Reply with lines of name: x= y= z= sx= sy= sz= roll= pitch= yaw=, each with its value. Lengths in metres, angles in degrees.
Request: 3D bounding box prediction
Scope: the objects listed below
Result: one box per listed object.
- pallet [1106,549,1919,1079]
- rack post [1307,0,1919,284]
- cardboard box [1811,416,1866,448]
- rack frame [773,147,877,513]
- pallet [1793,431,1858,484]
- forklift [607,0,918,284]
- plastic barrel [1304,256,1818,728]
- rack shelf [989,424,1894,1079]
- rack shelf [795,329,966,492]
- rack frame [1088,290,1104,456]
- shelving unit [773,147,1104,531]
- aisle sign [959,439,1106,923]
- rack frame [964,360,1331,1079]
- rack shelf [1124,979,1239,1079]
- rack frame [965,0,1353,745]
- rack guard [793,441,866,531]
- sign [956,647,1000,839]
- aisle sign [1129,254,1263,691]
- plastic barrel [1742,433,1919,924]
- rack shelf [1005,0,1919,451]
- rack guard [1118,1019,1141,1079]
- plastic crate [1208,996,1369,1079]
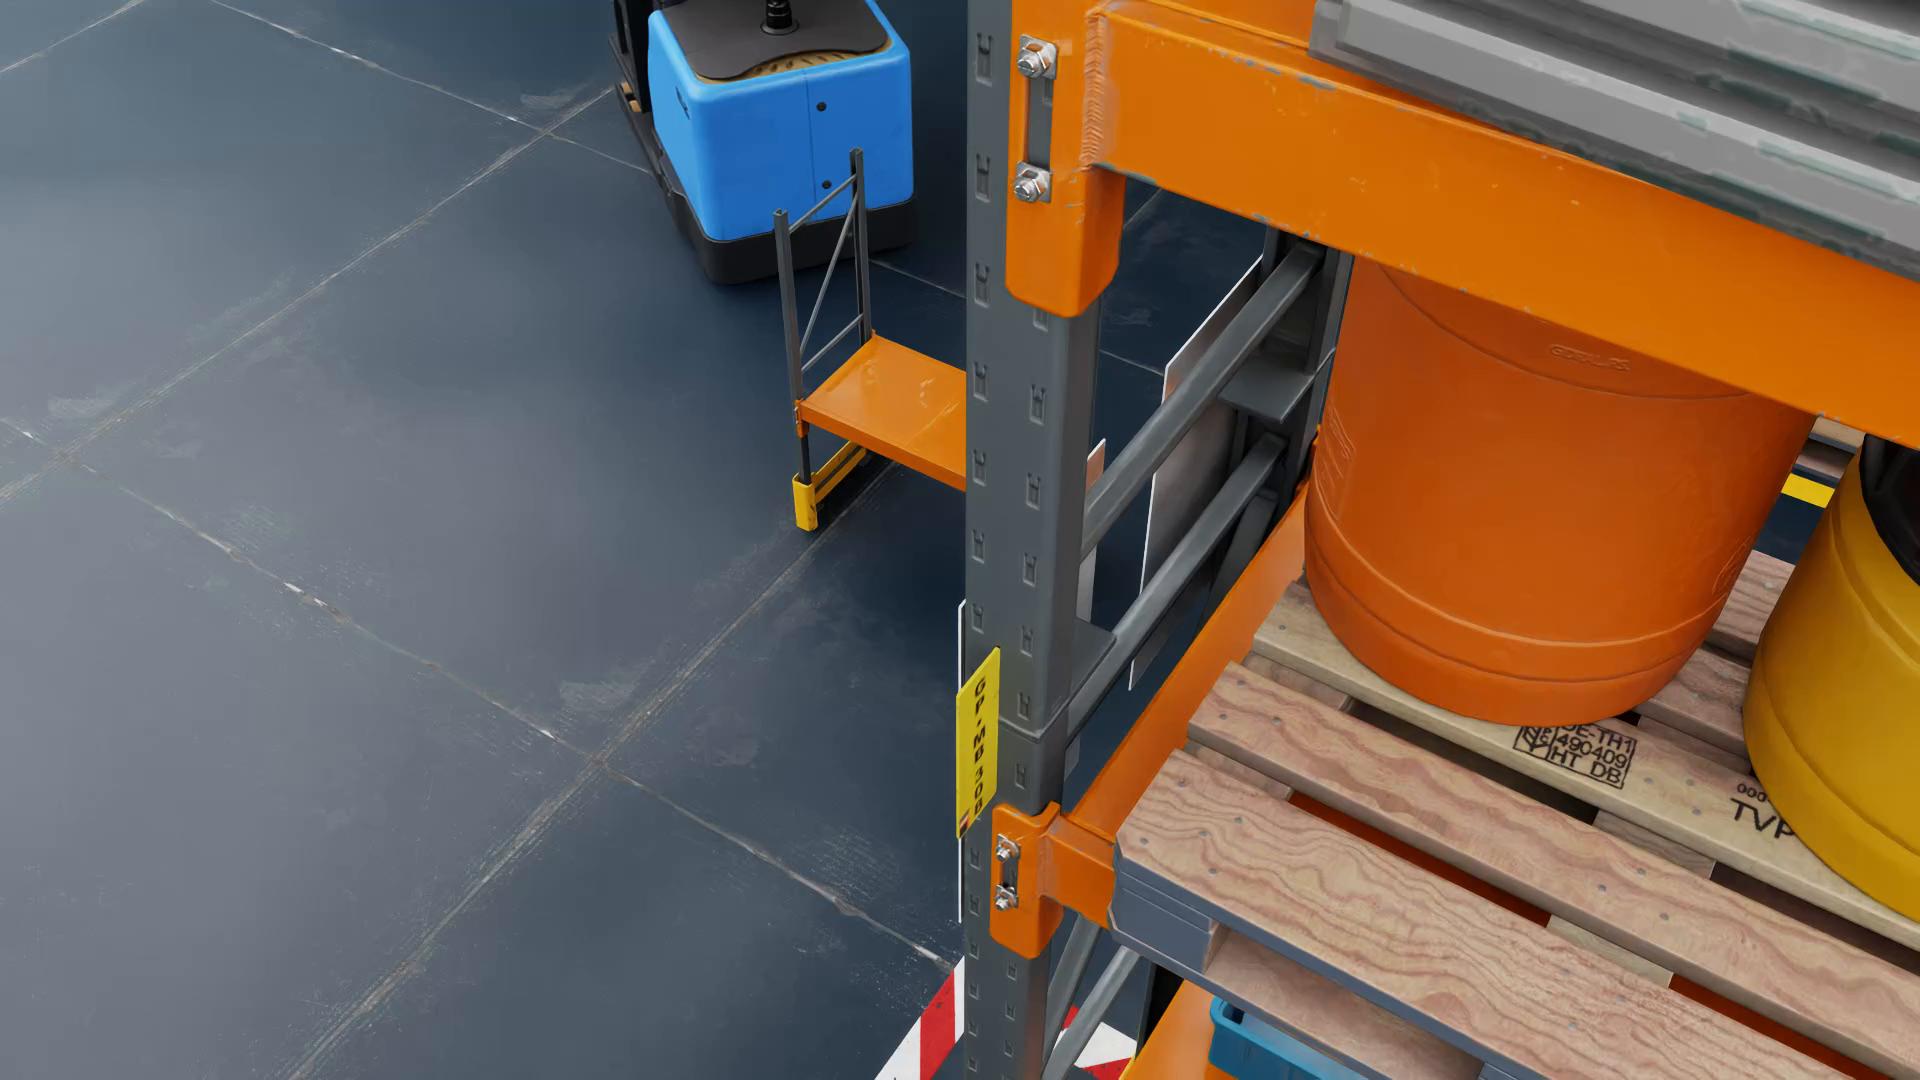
pallet: x=0.968 y=0.402 z=2.308 sx=1.213 sy=0.211 sz=1.003 roll=25 pitch=51 yaw=22
rack post: x=0.892 y=-0.545 z=1.354 sx=0.954 sy=0.300 sz=0.937 roll=30 pitch=53 yaw=26
cardboard box: x=3.756 y=-0.642 z=6.906 sx=0.500 sy=0.250 sz=0.500 roll=25 pitch=51 yaw=22
rack frame: x=-0.500 y=-0.753 z=6.435 sx=0.032 sy=1.500 sz=0.500 roll=25 pitch=51 yaw=22
pallet: x=3.668 y=-0.744 z=7.326 sx=1.213 sy=0.211 sz=1.003 roll=25 pitch=51 yaw=22
forklift: x=-1.211 y=-3.298 z=7.911 sx=1.130 sy=2.935 sz=3.031 roll=-16 pitch=48 yaw=-15
plastic barrel: x=0.802 y=-0.228 z=2.196 sx=0.708 sy=0.830 sz=0.600 roll=25 pitch=51 yaw=22
rack shelf: x=2.008 y=0.982 z=2.115 sx=4.000 sy=0.370 sz=1.077 roll=25 pitch=51 yaw=22
rack shelf: x=-0.072 y=-0.430 z=6.373 sx=1.000 sy=0.185 sz=0.538 roll=25 pitch=51 yaw=22
rack frame: x=0.356 y=-0.359 z=6.053 sx=0.032 sy=1.500 sz=0.500 roll=25 pitch=51 yaw=22
shelving unit: x=-0.064 y=-0.552 z=6.241 sx=1.083 sy=1.500 sz=0.587 roll=25 pitch=51 yaw=22
aisle sign: x=0.106 y=0.245 z=2.608 sx=0.004 sy=0.787 sz=0.394 roll=25 pitch=51 yaw=22
rack frame: x=0.325 y=1.002 z=3.685 sx=0.127 sy=3.000 sz=1.000 roll=25 pitch=51 yaw=22
rack shelf: x=2.008 y=2.027 z=3.190 sx=4.000 sy=0.370 sz=1.077 roll=25 pitch=51 yaw=22
rack frame: x=0.325 y=-1.089 z=1.533 sx=0.127 sy=3.000 sz=1.000 roll=25 pitch=51 yaw=22
rack guard: x=-0.483 y=-0.309 z=6.876 sx=0.087 sy=0.250 sz=0.587 roll=25 pitch=51 yaw=22
sign: x=0.024 y=0.284 z=2.285 sx=0.005 sy=0.325 sz=0.100 roll=25 pitch=51 yaw=22
aisle sign: x=0.424 y=-0.111 z=2.954 sx=0.004 sy=0.787 sz=0.394 roll=25 pitch=51 yaw=22
plastic barrel: x=1.353 y=0.109 z=2.037 sx=0.600 sy=0.588 sz=0.600 roll=0 pitch=46 yaw=0
rack shelf: x=2.008 y=0.076 z=1.182 sx=4.000 sy=0.370 sz=1.077 roll=25 pitch=51 yaw=22
rack guard: x=0.414 y=1.874 z=4.580 sx=0.348 sy=0.500 sz=1.175 roll=25 pitch=51 yaw=22
plastic crate: x=0.908 y=1.067 z=3.725 sx=0.616 sy=0.251 sz=0.499 roll=25 pitch=51 yaw=22
